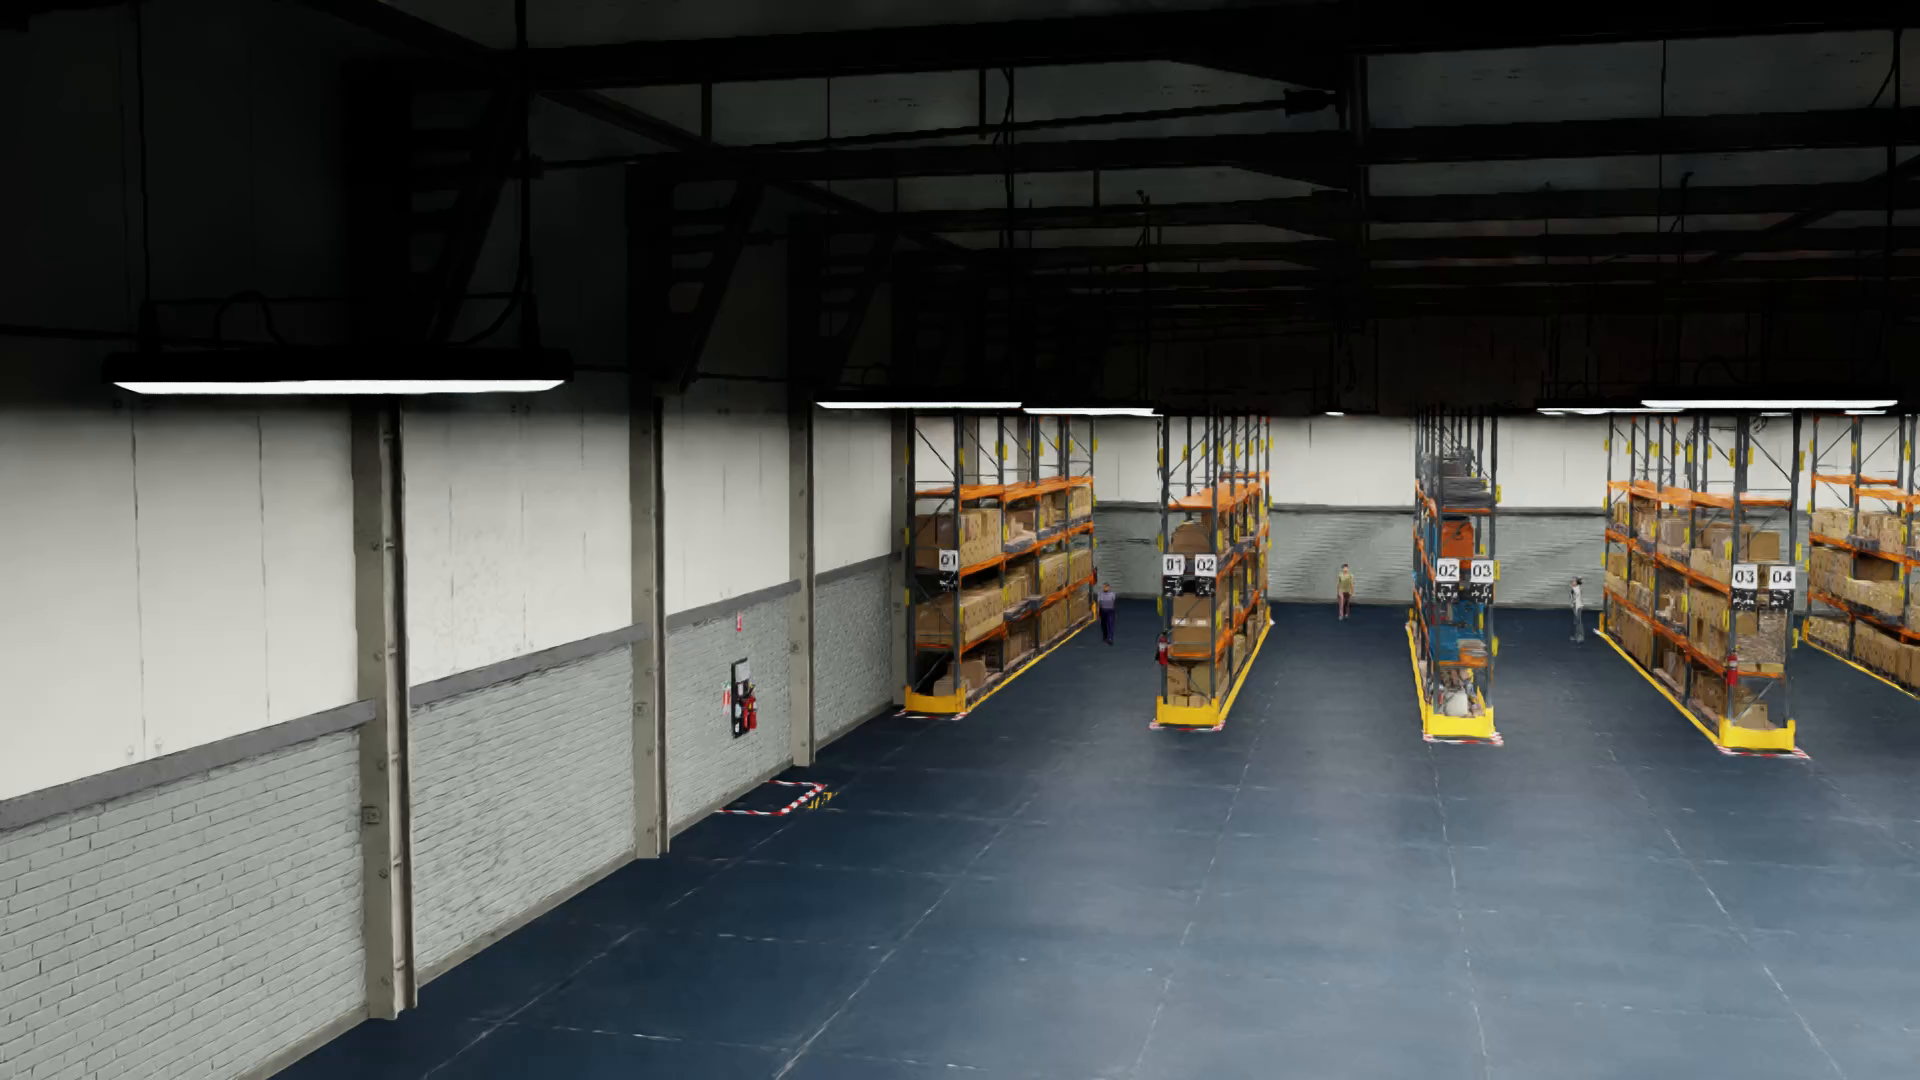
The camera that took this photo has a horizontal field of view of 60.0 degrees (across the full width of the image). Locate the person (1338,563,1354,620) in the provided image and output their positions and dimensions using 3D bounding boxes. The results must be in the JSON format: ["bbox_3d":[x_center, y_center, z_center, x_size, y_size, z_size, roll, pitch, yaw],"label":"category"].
[{"bbox_3d":[11.013,1.456,47.483,0.446,1.591,1.110,1,4,12],"label":"person"}]

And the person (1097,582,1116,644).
[{"bbox_3d":[3.718,1.841,42.358,0.482,1.565,1.080,1,4,12],"label":"person"}]

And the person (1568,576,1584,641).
[{"bbox_3d":[15.906,1.766,42.863,0.380,1.657,0.587,1,4,18],"label":"person"}]
